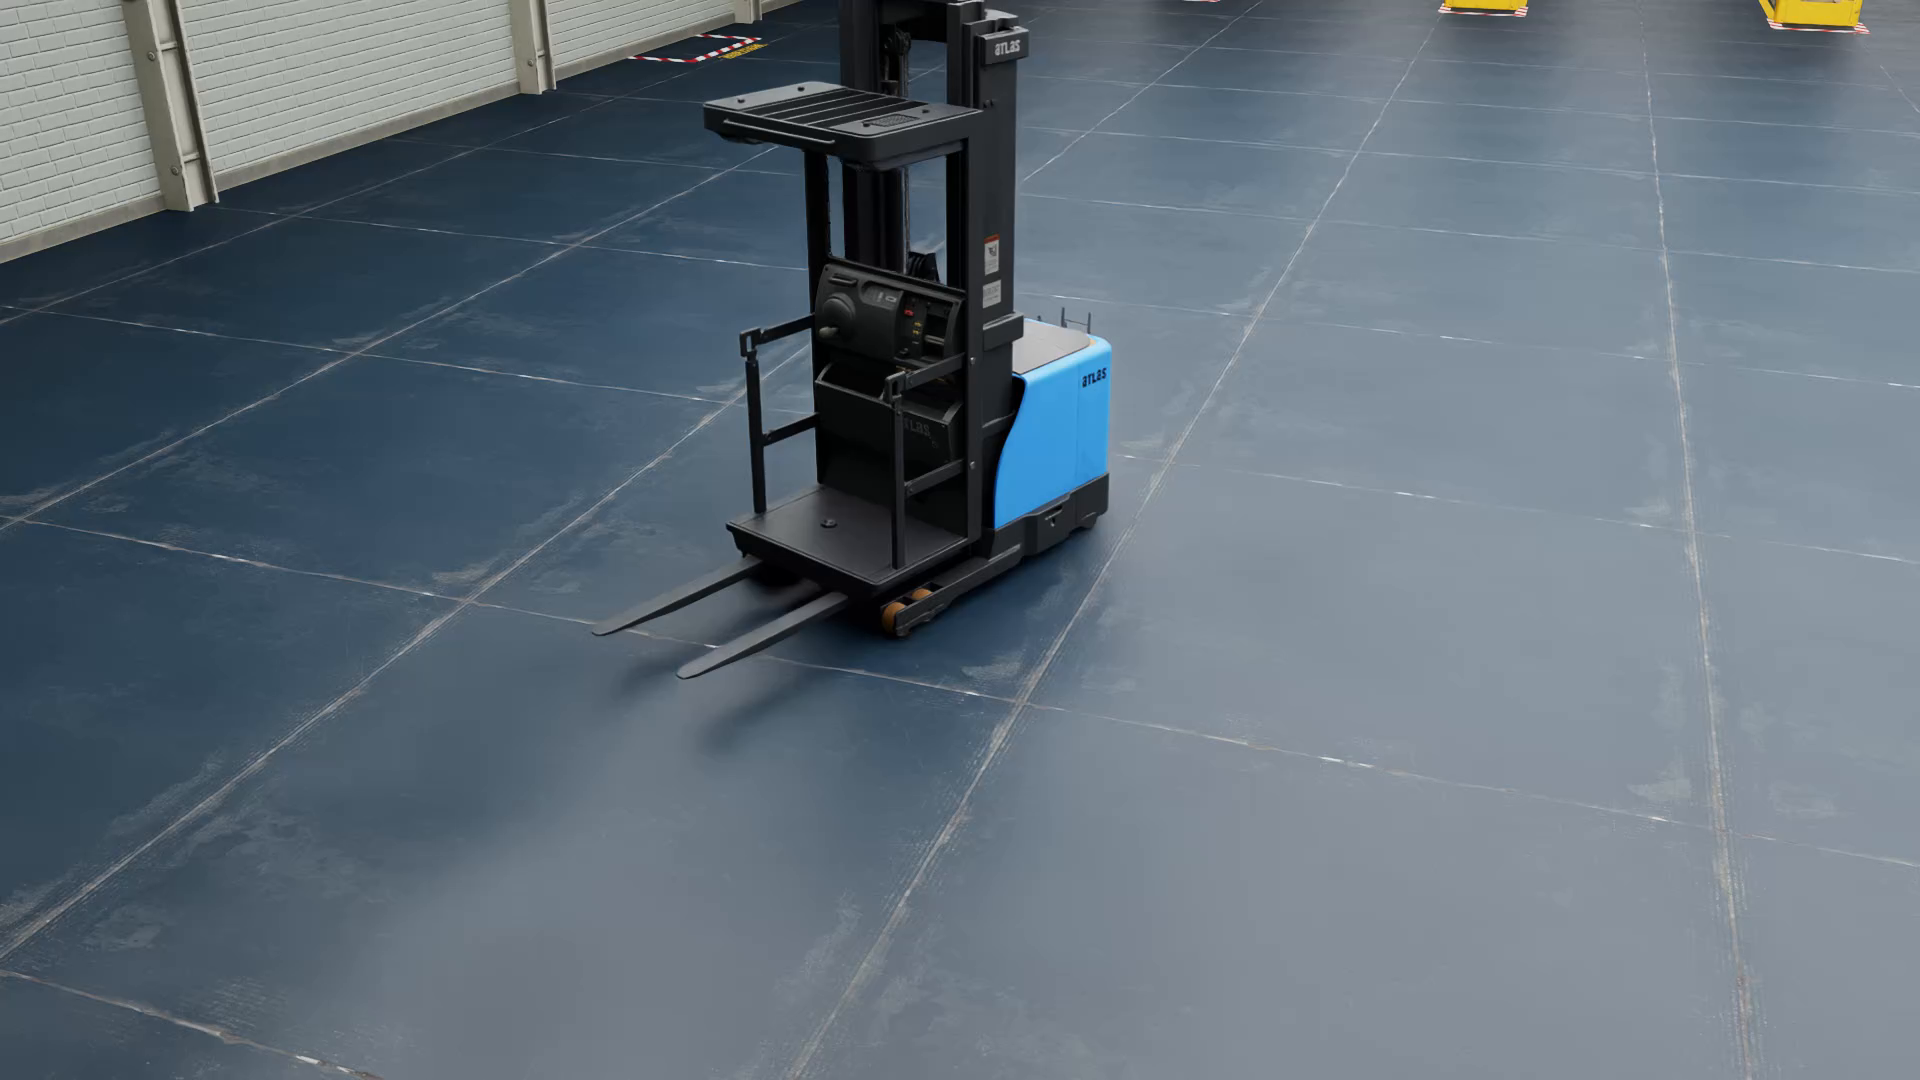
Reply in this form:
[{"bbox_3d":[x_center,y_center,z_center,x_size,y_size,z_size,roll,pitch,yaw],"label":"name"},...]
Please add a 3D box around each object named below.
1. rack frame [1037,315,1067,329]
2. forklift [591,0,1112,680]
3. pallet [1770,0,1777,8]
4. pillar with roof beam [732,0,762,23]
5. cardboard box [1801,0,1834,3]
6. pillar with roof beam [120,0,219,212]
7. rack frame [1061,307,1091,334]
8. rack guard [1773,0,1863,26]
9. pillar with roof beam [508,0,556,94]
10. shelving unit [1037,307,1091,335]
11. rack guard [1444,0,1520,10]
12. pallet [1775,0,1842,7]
[{"bbox_3d":[0.506,-0.771,9.608,0.200,1.050,0.008,19,28,33],"label":"rack frame"},{"bbox_3d":[-0.501,-1.090,8.138,1.130,2.935,3.031,21,33,36],"label":"forklift"},{"bbox_3d":[14.008,-8.973,27.540,1.003,0.211,1.213,9,27,17],"label":"pallet"},{"bbox_3d":[0.739,-11.547,22.772,9.100,9.000,0.400,9,27,17],"label":"pillar with roof beam"},{"bbox_3d":[13.495,-8.687,26.135,0.500,0.500,0.500,14,29,27],"label":"cardboard box"},{"bbox_3d":[-3.255,-6.615,12.587,9.100,9.000,0.400,9,27,17],"label":"pillar with roof beam"},{"bbox_3d":[0.654,-0.843,9.788,0.200,1.050,0.008,19,28,33],"label":"rack frame"},{"bbox_3d":[13.297,-8.275,25.766,1.175,0.500,0.348,9,27,17],"label":"rack guard"},{"bbox_3d":[-1.258,-9.081,17.679,9.100,9.000,0.400,9,27,17],"label":"pillar with roof beam"},{"bbox_3d":[0.580,-0.807,9.698,0.215,1.050,0.252,19,28,33],"label":"shelving unit"},{"bbox_3d":[8.582,-9.000,27.264,1.175,0.500,0.348,9,27,17],"label":"rack guard"},{"bbox_3d":[13.600,-8.473,26.508,1.003,0.211,1.213,9,27,17],"label":"pallet"}]
